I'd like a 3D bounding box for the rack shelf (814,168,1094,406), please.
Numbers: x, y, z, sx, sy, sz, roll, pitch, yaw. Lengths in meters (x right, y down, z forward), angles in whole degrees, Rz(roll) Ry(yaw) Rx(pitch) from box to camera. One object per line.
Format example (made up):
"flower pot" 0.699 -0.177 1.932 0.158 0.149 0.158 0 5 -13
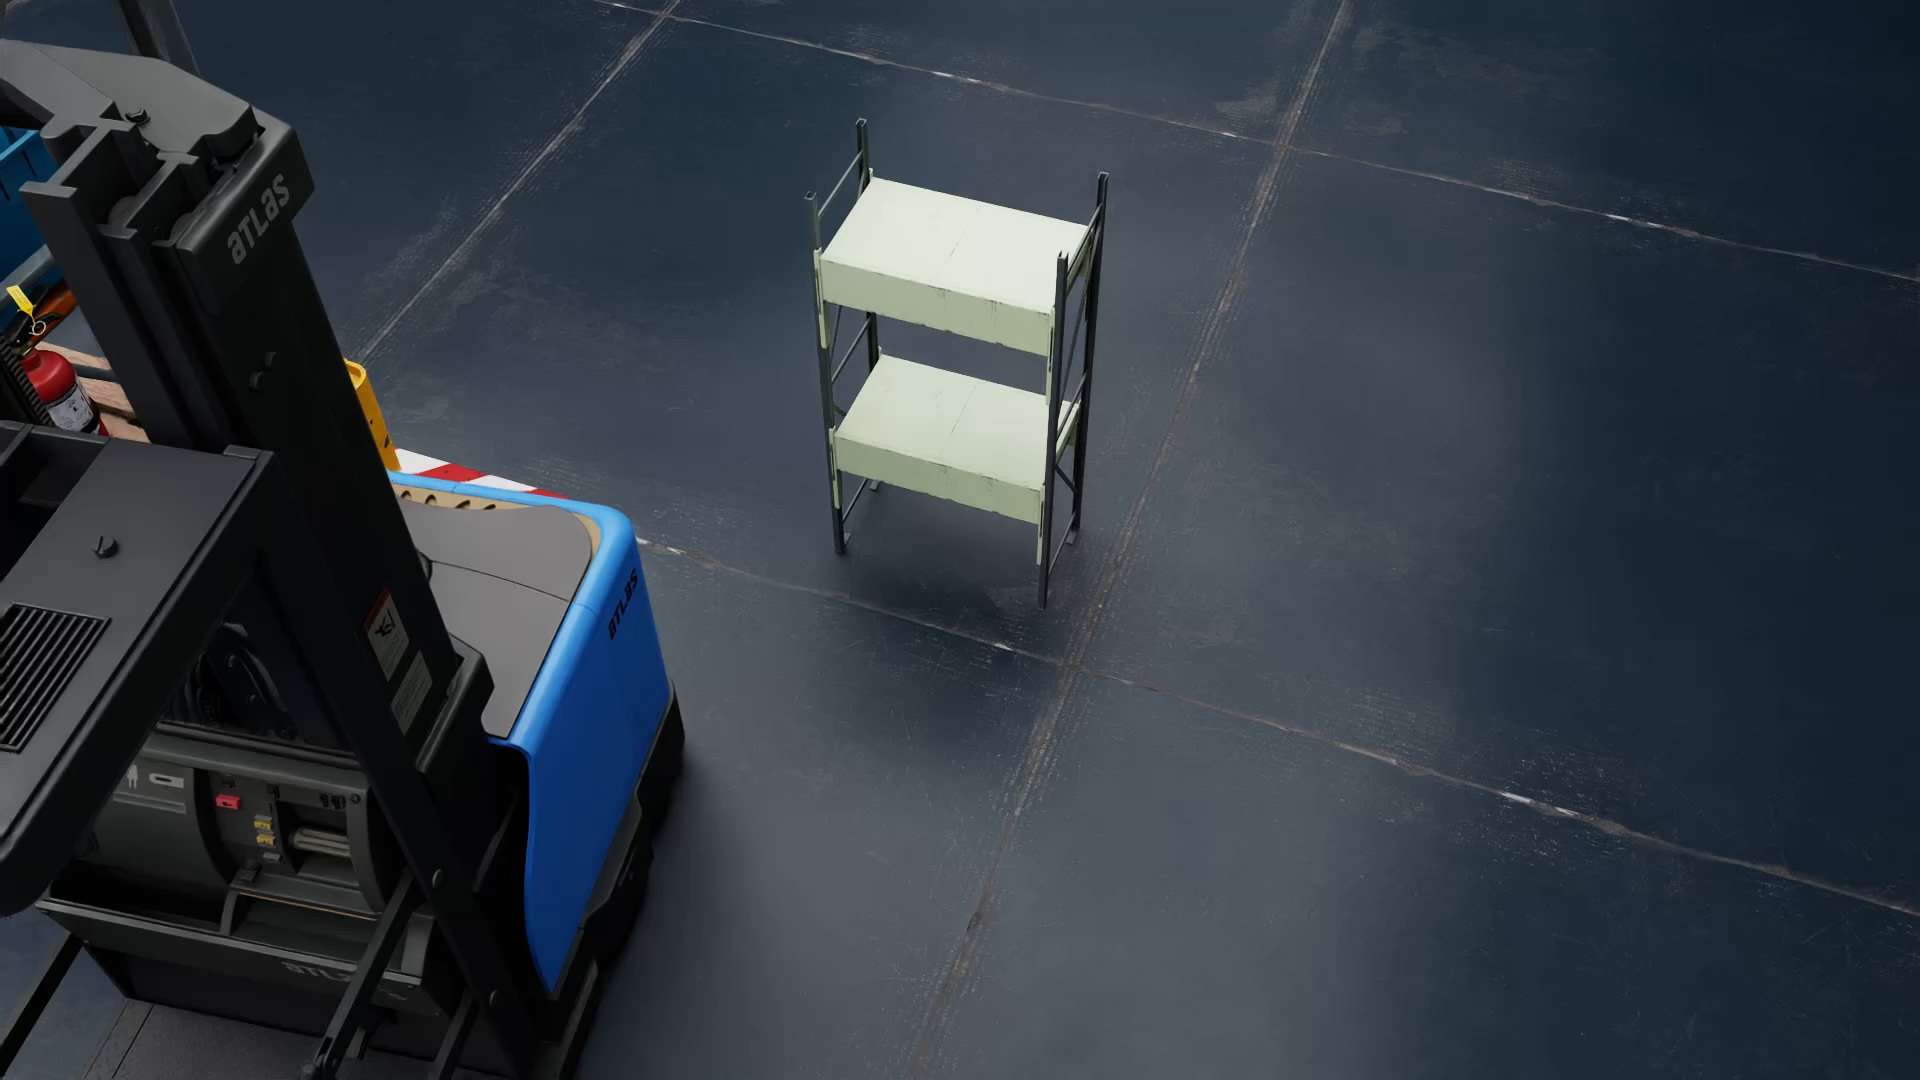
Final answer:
"rack shelf" -0.006 -0.749 4.890 0.720 0.370 0.431 16 51 13

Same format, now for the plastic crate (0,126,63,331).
"plastic crate" -2.740 -0.845 4.435 0.499 0.435 0.616 16 51 13

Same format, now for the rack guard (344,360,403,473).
"rack guard" -2.334 -0.043 5.457 0.348 0.500 1.175 16 51 13

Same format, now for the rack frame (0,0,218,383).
"rack frame" -2.361 -0.859 4.509 0.127 3.000 1.000 16 51 13

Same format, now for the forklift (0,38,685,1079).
"forklift" -1.654 0.678 3.223 1.130 2.935 3.031 9 50 8

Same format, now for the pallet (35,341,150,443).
"pallet" -3.122 -0.189 5.774 1.213 0.211 1.003 16 51 13

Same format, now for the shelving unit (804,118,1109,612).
"shelving unit" -0.006 -0.493 5.185 0.755 1.500 0.431 16 51 13

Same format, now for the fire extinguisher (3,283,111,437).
"fire extinguisher" -2.377 -0.350 4.366 0.183 0.674 0.296 16 51 13

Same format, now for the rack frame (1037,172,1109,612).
"rack frame" 0.337 -0.397 5.102 0.023 1.500 0.400 16 51 13

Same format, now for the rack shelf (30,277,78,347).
"rack shelf" -4.238 -1.147 5.235 4.000 0.370 1.077 16 51 13

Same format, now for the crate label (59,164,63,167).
"crate label" -2.479 -1.122 4.808 0.303 0.233 0.416 16 51 13

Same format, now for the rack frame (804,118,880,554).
"rack frame" -0.350 -0.589 5.268 0.023 1.500 0.400 16 51 13

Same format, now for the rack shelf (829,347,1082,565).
"rack shelf" -0.006 -0.279 5.431 0.720 0.370 0.431 16 51 13
